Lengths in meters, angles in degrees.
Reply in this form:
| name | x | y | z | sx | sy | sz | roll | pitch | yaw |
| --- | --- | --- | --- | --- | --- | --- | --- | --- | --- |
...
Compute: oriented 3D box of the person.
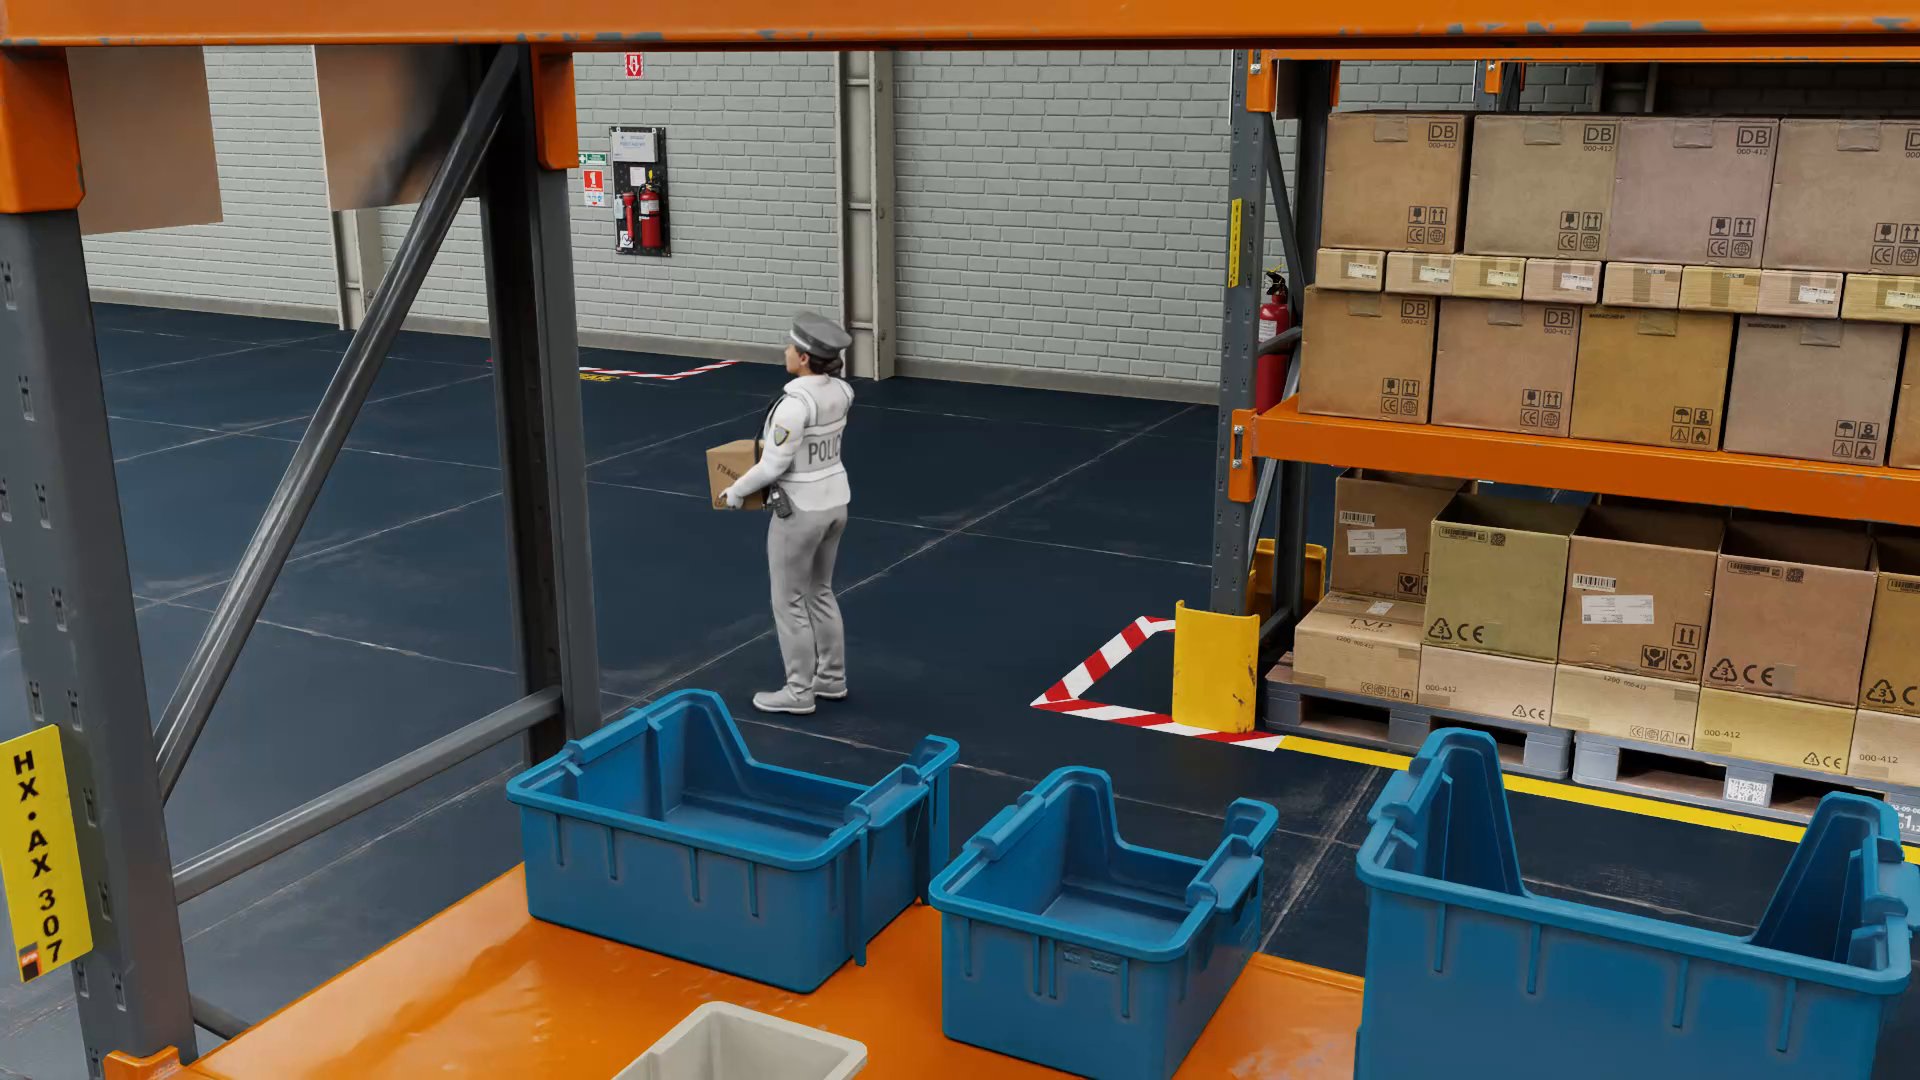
| name | x | y | z | sx | sy | sz | roll | pitch | yaw |
| --- | --- | --- | --- | --- | --- | --- | --- | --- | --- |
| person | -0.691 | -0.115 | 6.869 | 0.554 | 1.695 | 0.467 | 8 | 18 | 25 |
